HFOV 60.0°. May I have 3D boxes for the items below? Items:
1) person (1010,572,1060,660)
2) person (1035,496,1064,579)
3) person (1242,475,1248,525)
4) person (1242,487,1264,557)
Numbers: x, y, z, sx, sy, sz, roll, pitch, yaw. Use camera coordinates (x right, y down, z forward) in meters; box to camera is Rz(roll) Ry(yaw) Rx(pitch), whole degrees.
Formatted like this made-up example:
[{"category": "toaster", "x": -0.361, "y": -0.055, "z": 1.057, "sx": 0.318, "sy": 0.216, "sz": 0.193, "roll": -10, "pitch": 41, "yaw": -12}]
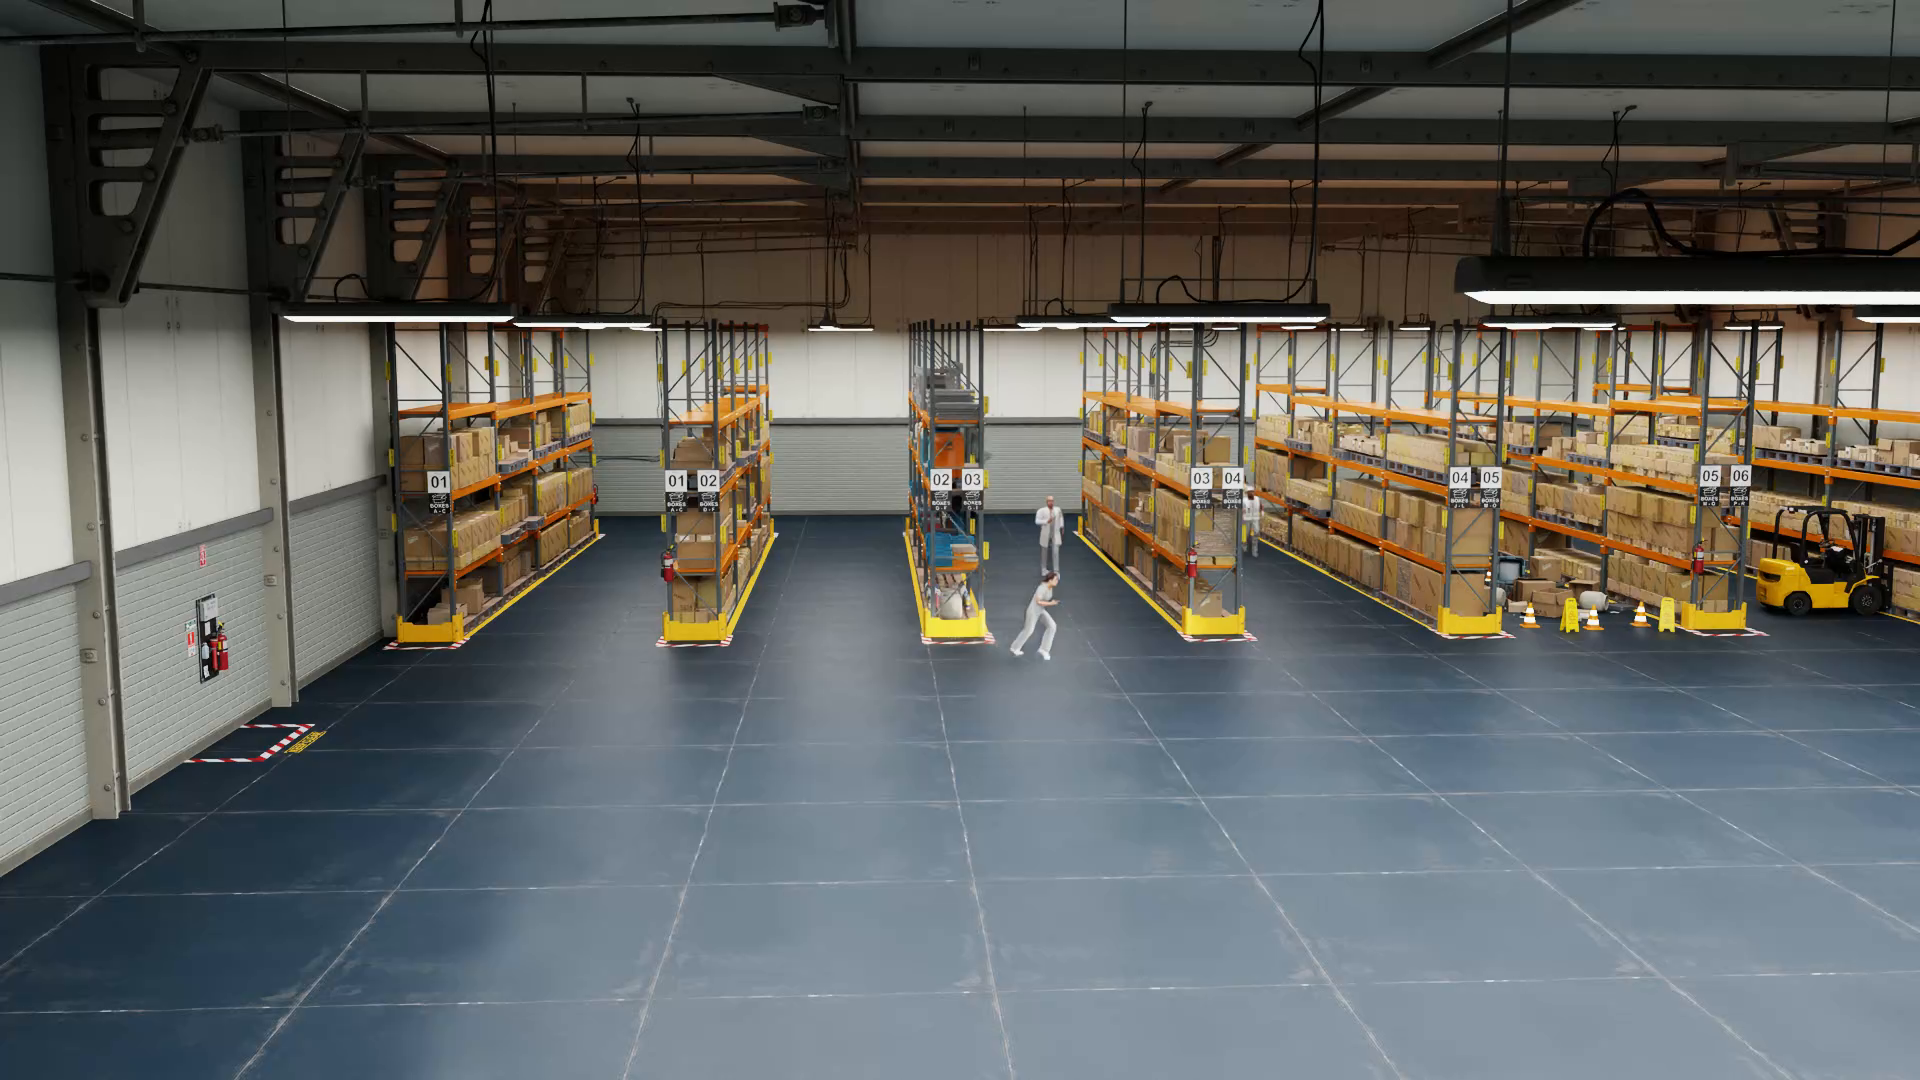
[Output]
[{"category": "person", "x": 1.339, "y": 1.336, "z": 29.431, "sx": 0.960, "sy": 1.605, "sz": 0.598, "roll": 3, "pitch": 8, "yaw": 26}, {"category": "person", "x": 2.022, "y": -0.080, "z": 37.314, "sx": 0.692, "sy": 1.815, "sz": 0.947, "roll": -1, "pitch": 7, "yaw": -9}, {"category": "person", "x": 8.231, "y": -1.097, "z": 48.678, "sx": 0.604, "sy": 1.665, "sz": 0.581, "roll": -4, "pitch": 8, "yaw": -28}, {"category": "person", "x": 7.576, "y": -0.484, "z": 43.221, "sx": 0.690, "sy": 1.815, "sz": 0.871, "roll": 0, "pitch": 7, "yaw": 0}]
